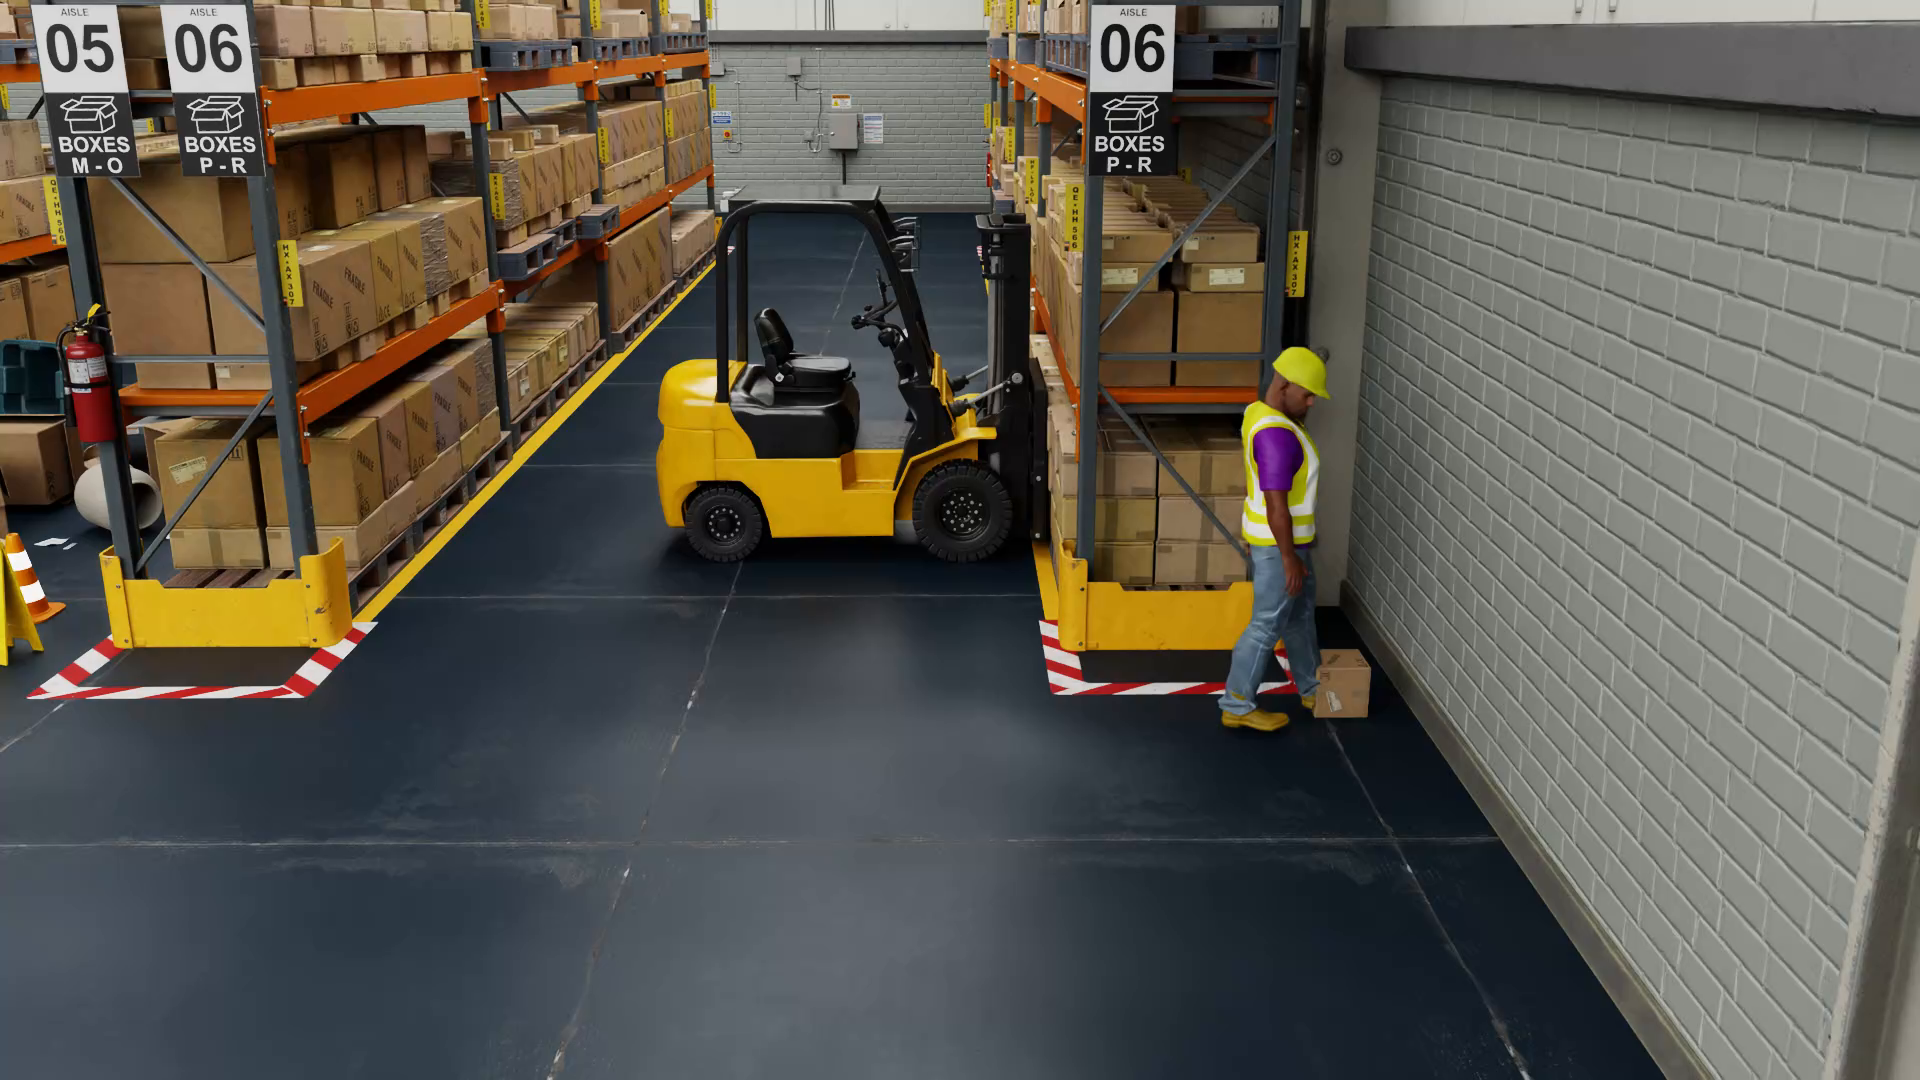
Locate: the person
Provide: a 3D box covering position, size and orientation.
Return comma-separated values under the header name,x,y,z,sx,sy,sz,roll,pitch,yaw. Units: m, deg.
name,x,y,z,sx,sy,sz,roll,pitch,yaw
person,1.541,-0.003,7.448,0.711,1.740,0.619,1,17,3
